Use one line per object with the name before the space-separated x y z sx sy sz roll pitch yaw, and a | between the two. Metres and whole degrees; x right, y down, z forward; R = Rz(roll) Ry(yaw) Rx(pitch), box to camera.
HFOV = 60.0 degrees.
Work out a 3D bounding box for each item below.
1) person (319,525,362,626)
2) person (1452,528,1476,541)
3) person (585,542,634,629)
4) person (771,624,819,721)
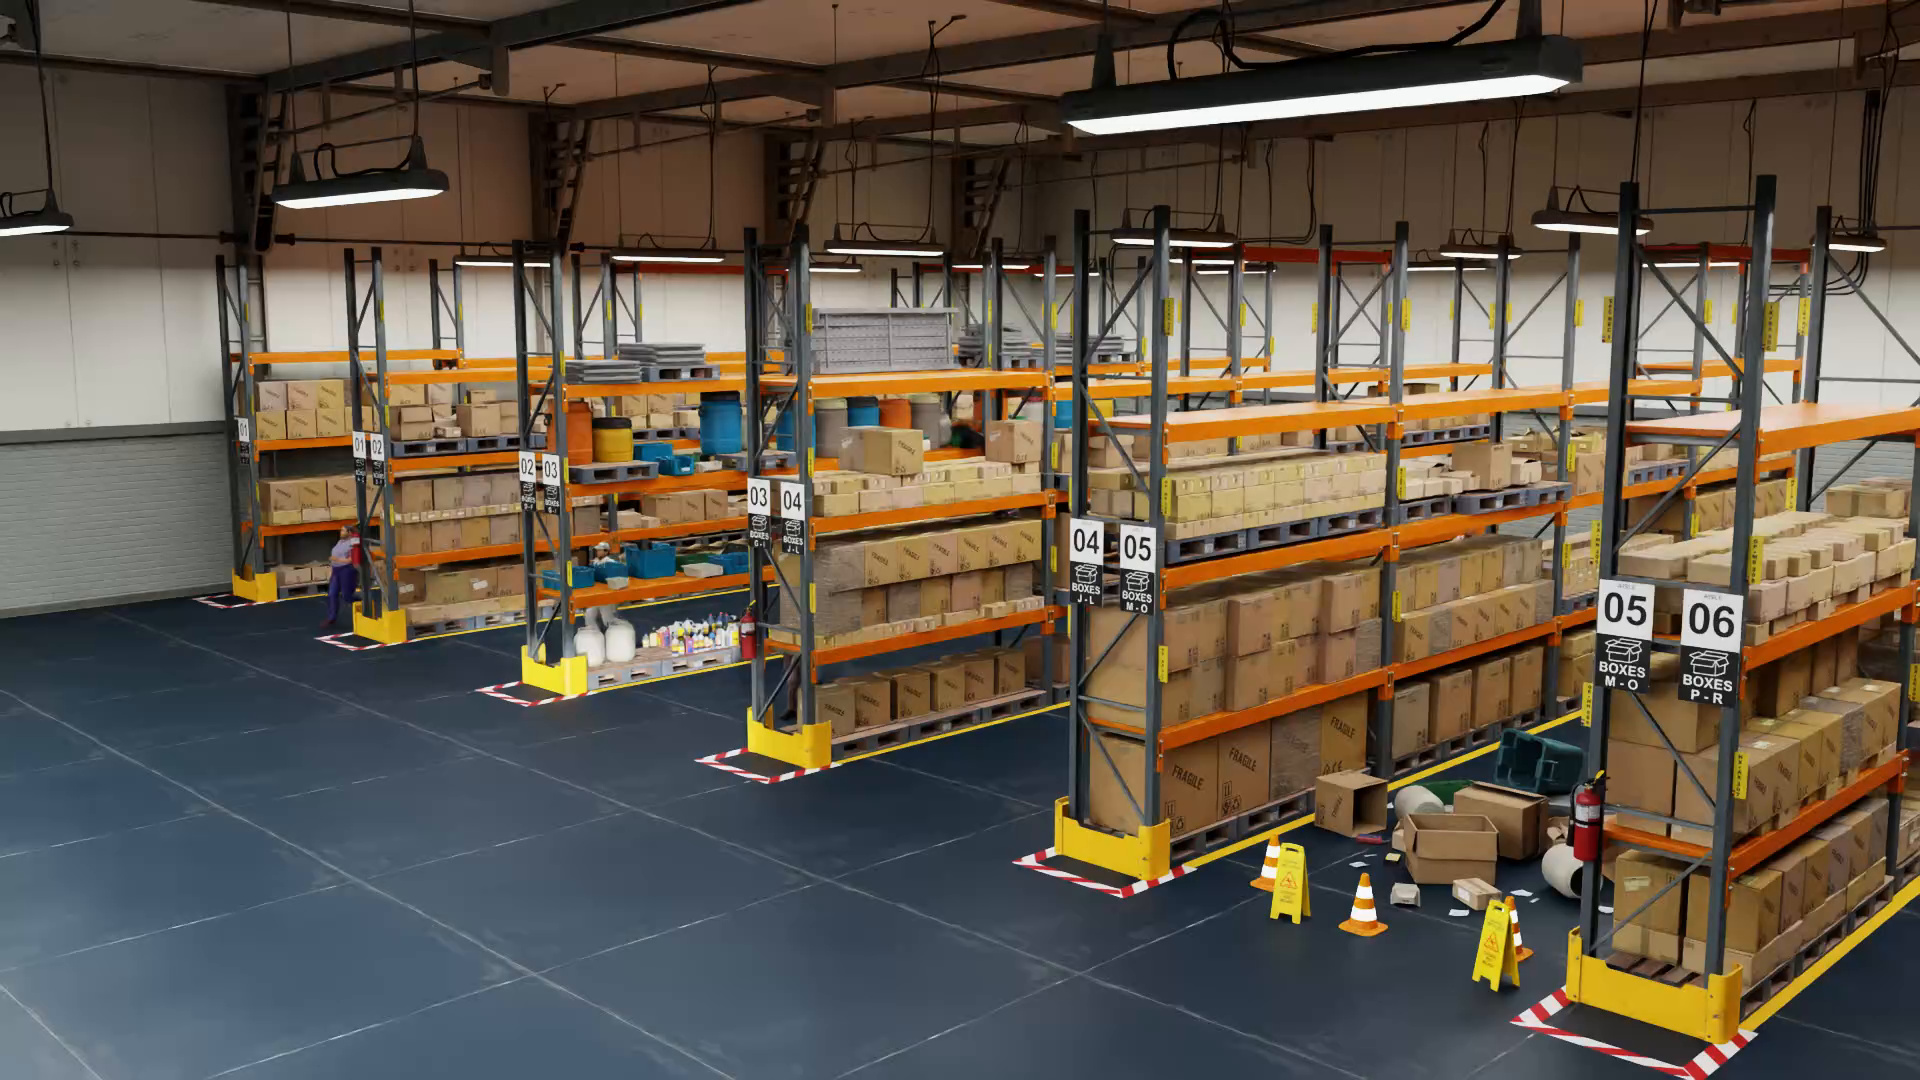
person | -9.959 0.567 26.827 0.638 1.599 0.870 6 10 35
person | 8.001 0.560 26.289 0.652 1.793 0.924 5 10 33
person | -5.316 0.838 24.846 0.619 1.638 0.862 7 11 42
person | -2.018 1.372 20.992 0.664 1.707 0.845 6 10 35
